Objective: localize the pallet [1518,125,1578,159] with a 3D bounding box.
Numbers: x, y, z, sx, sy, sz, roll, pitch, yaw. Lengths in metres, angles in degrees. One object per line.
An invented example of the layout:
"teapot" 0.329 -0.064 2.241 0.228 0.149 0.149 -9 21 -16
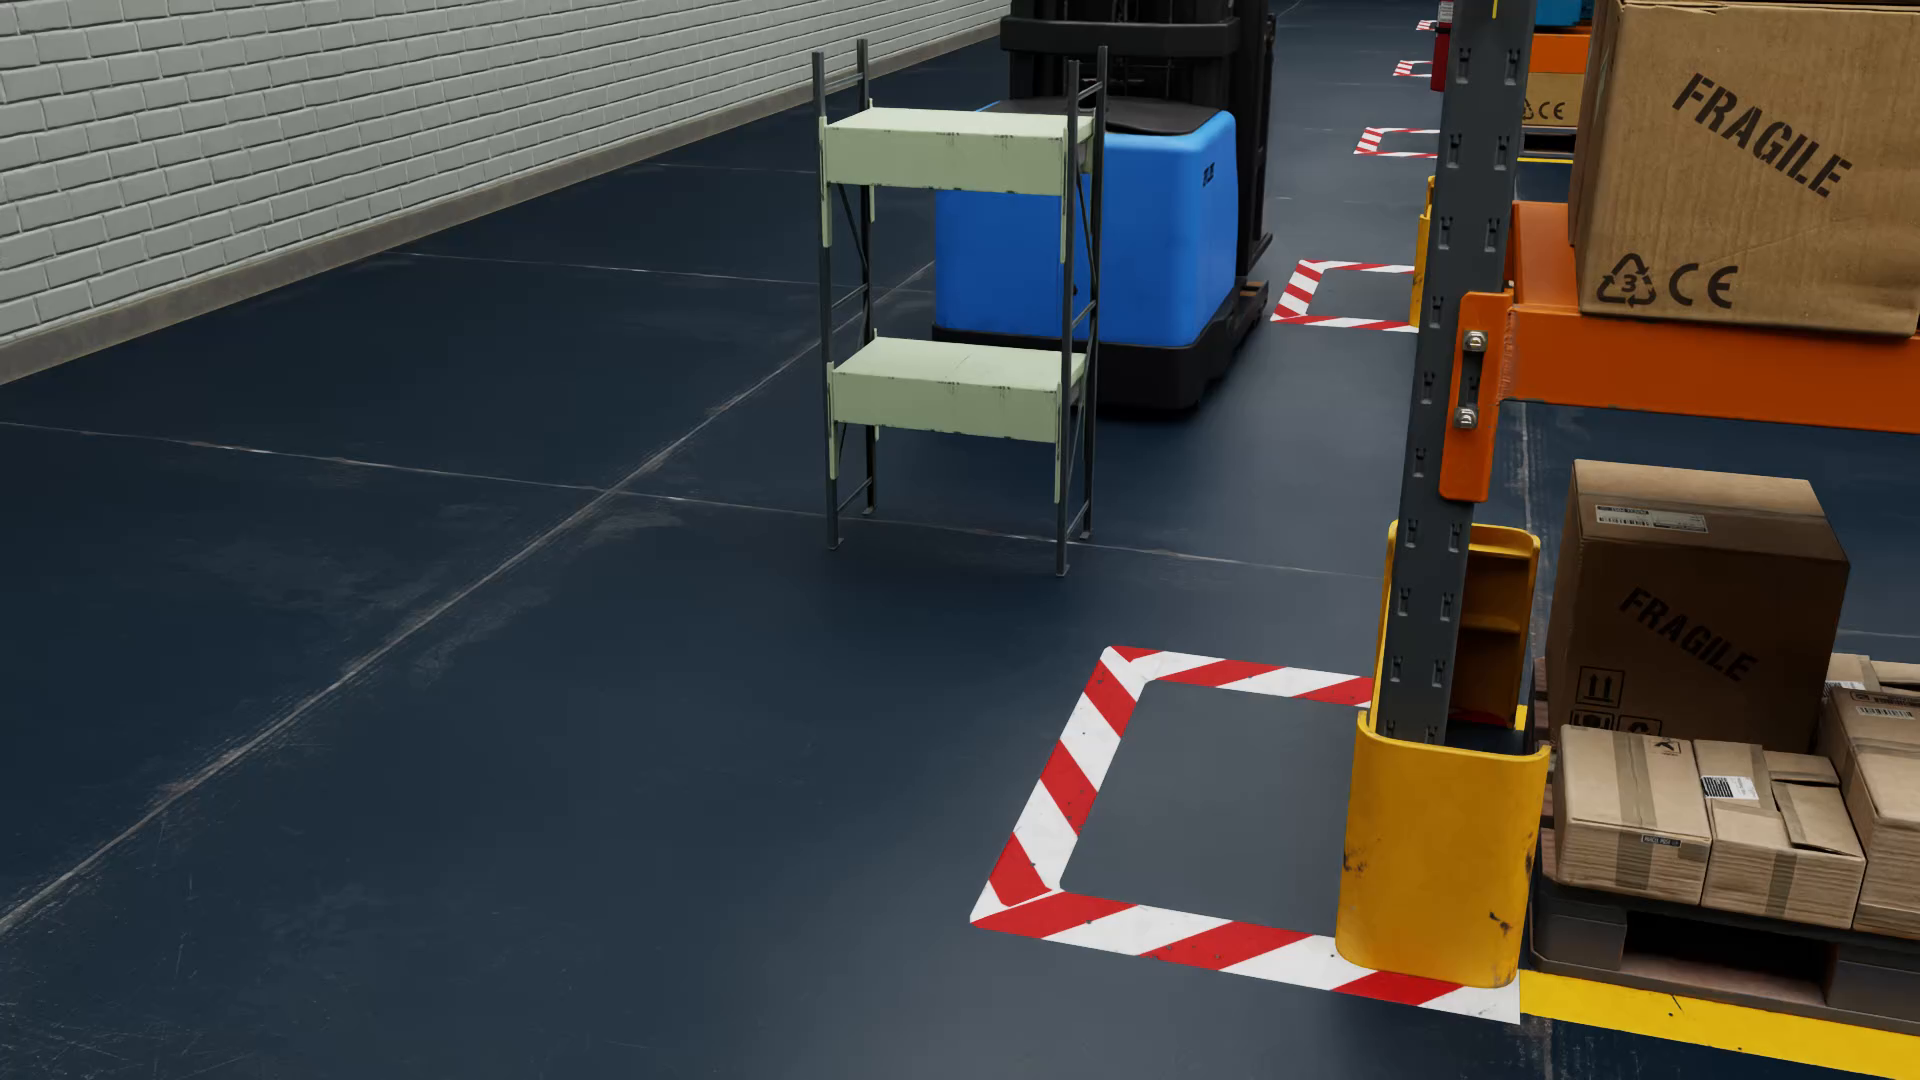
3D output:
"pallet" 4.643 -3.013 12.336 1.213 0.211 1.003 7 23 16

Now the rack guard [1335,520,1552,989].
"rack guard" 1.062 0.402 3.632 0.348 0.500 1.175 7 23 16

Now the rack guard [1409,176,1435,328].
"rack guard" 2.397 -1.404 8.034 0.348 0.500 1.175 7 23 16

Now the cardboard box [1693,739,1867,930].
"cardboard box" 1.531 0.542 3.149 0.250 0.166 0.380 7 23 16

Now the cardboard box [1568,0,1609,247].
"cardboard box" 1.497 -0.859 3.280 0.500 0.500 0.500 7 23 17

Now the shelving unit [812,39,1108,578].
"shelving unit" 0.006 -0.693 4.984 0.755 1.500 0.431 7 23 16

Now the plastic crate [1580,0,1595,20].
"plastic crate" 2.799 -2.638 7.622 0.499 0.435 0.616 7 23 16

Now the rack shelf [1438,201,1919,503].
"rack shelf" 2.904 -0.211 2.780 4.000 0.370 1.077 7 23 16

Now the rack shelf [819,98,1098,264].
"rack shelf" 0.006 -1.054 4.836 0.720 0.370 0.431 7 23 16

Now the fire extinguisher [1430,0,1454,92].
"fire extinguisher" 2.411 -2.536 8.093 0.183 0.674 0.296 7 23 16

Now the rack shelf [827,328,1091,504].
"rack shelf" 0.006 -0.392 5.107 0.720 0.370 0.431 7 23 16

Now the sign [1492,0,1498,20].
"sign" 0.833 -0.967 2.533 0.005 0.325 0.100 7 23 16

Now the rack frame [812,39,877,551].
"rack frame" -0.344 -0.733 5.081 0.023 1.500 0.400 7 23 16

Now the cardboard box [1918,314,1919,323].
"cardboard box" 1.834 -0.610 2.674 0.500 0.500 0.500 6 23 15

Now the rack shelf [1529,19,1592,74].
"rack shelf" 4.339 -2.010 7.167 4.000 0.370 1.077 7 23 16

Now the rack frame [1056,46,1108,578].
"rack frame" 0.357 -0.653 4.886 0.023 1.500 0.400 7 23 16

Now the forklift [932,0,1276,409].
"forklift" 0.825 -2.379 7.208 1.130 2.935 3.031 7 23 16

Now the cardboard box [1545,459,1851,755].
"cardboard box" 1.581 0.160 3.642 0.500 0.500 0.500 7 23 16

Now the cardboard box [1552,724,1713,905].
"cardboard box" 1.291 0.523 3.219 0.250 0.149 0.380 7 23 16

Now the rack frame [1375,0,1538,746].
"rack frame" 0.990 -0.763 3.178 0.127 3.000 1.000 7 23 16

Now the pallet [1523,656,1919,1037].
"pallet" 1.826 0.622 3.475 1.213 0.211 1.003 7 23 16

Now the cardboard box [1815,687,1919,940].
"cardboard box" 1.907 0.523 3.086 0.500 0.250 0.500 7 23 16

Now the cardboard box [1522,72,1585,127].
"cardboard box" 4.491 -3.532 12.175 0.875 0.875 0.875 7 23 16

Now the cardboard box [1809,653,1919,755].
"cardboard box" 1.943 0.391 3.517 0.250 0.166 0.380 7 23 16

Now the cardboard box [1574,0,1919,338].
"cardboard box" 1.338 -0.665 2.807 0.500 0.500 0.500 7 23 17

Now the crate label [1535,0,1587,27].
"crate label" 2.565 -2.366 7.227 0.303 0.233 0.416 7 23 16

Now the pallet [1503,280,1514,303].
"pallet" 3.202 -1.168 7.839 1.213 0.211 1.003 7 23 16
